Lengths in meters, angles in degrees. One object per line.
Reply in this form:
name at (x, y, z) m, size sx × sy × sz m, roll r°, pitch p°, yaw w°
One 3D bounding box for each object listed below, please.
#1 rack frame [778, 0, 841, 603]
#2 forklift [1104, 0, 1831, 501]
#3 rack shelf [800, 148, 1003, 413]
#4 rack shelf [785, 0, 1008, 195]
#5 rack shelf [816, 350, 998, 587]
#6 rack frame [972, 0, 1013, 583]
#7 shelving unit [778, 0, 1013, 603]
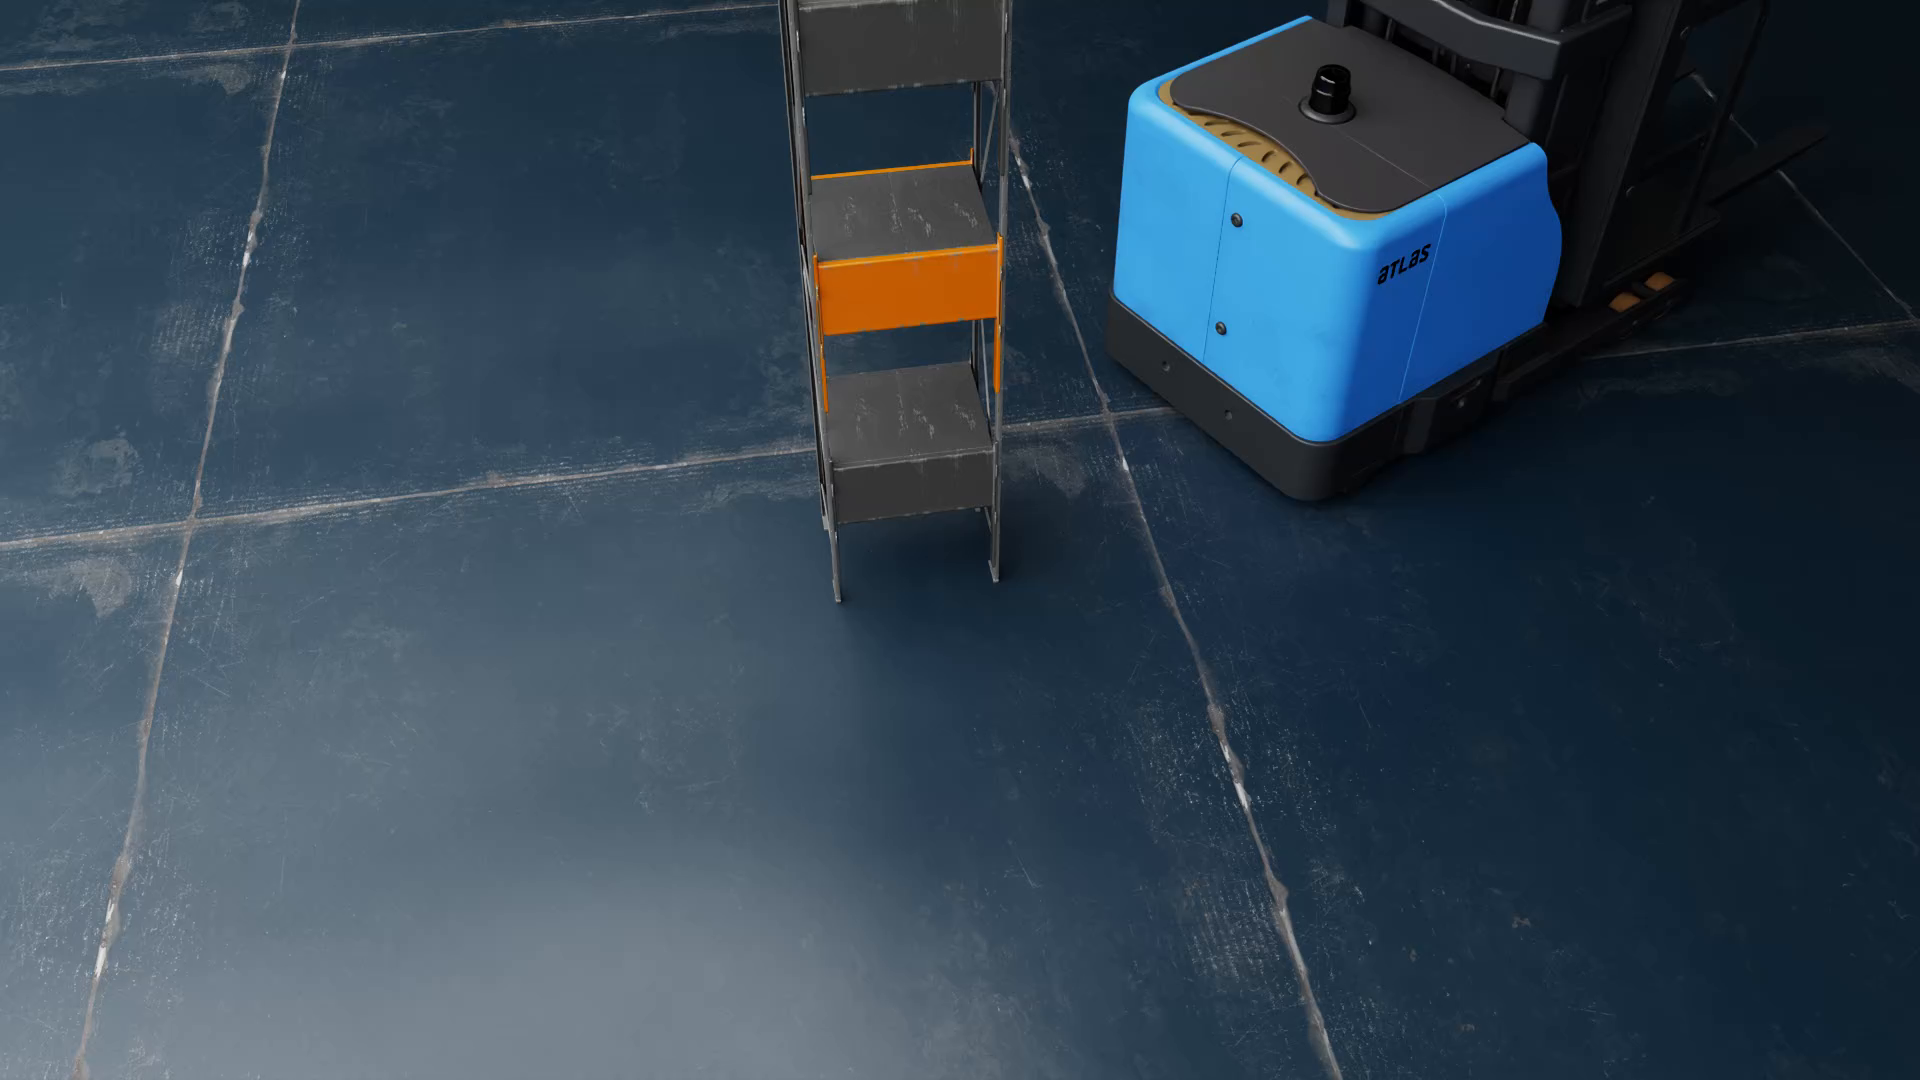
rack frame at (-0.404, -0.678, 4.445) m, size 0.015 × 2.100 × 0.400 m, roll -7°, pitch 46°, yaw -7°
forklift at (1.989, -2.013, 5.154) m, size 3.031 × 2.935 × 1.130 m, roll -28°, pitch 52°, yaw -24°
rack shelf at (-0.163, -0.699, 4.484) m, size 0.480 × 0.518 × 0.431 m, roll -7°, pitch 46°, yaw -7°
rack shelf at (-0.163, -1.184, 3.980) m, size 0.480 × 0.518 × 0.431 m, roll -7°, pitch 46°, yaw -7°
rack shelf at (-0.163, -0.213, 4.988) m, size 0.480 × 0.518 × 0.431 m, roll -7°, pitch 46°, yaw -7°
rack frame at (0.077, -0.738, 4.503) m, size 0.015 × 2.100 × 0.400 m, roll -7°, pitch 46°, yaw -7°
shelving unit at (-0.163, -0.708, 4.474) m, size 0.503 × 2.100 × 0.431 m, roll -7°, pitch 46°, yaw -7°
